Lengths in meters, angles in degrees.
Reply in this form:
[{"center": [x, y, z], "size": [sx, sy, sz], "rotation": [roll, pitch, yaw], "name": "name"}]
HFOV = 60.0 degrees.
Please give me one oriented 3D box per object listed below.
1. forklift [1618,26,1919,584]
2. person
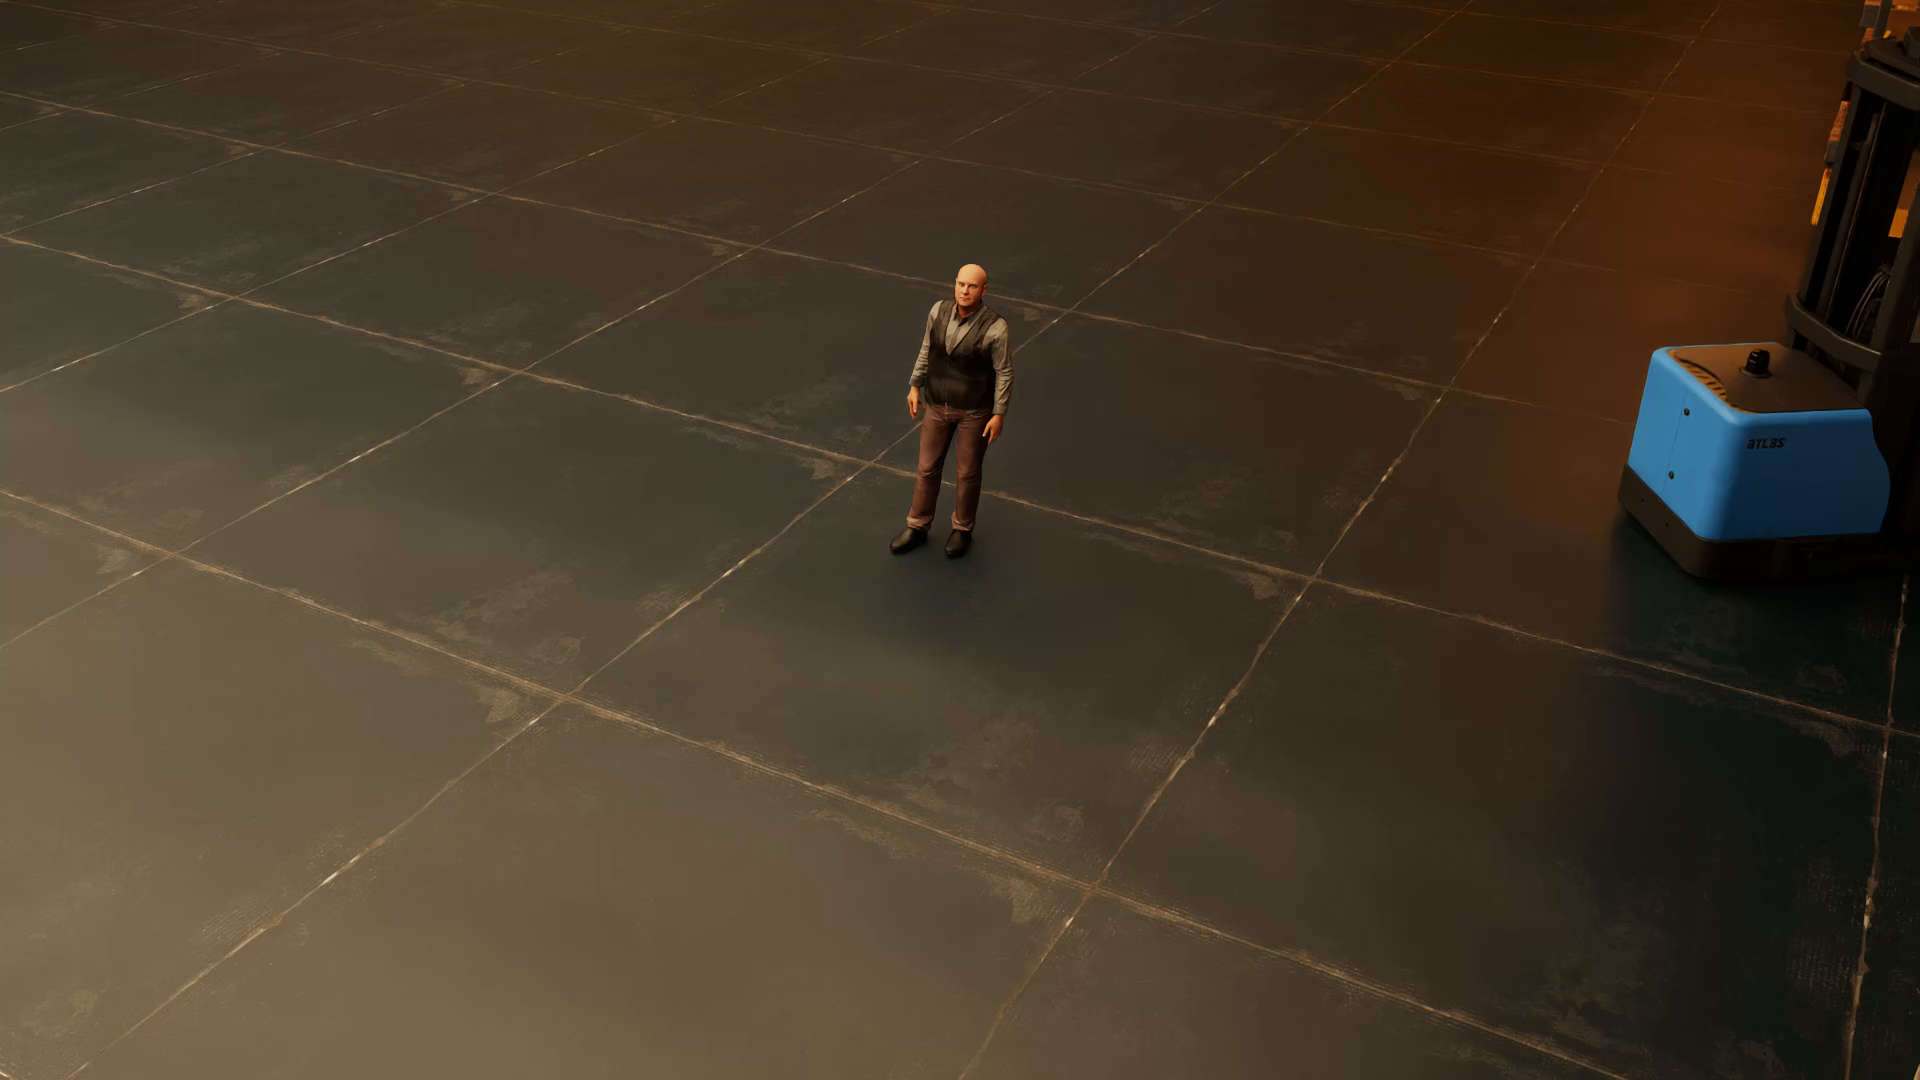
[{"center": [5.625, -1.322, 9.362], "size": [3.031, 2.935, 1.130], "rotation": [-3, 30, -5], "name": "forklift"}, {"center": [-0.037, -0.727, 9.525], "size": [0.632, 1.720, 0.568], "rotation": [15, 33, 25], "name": "person"}]
